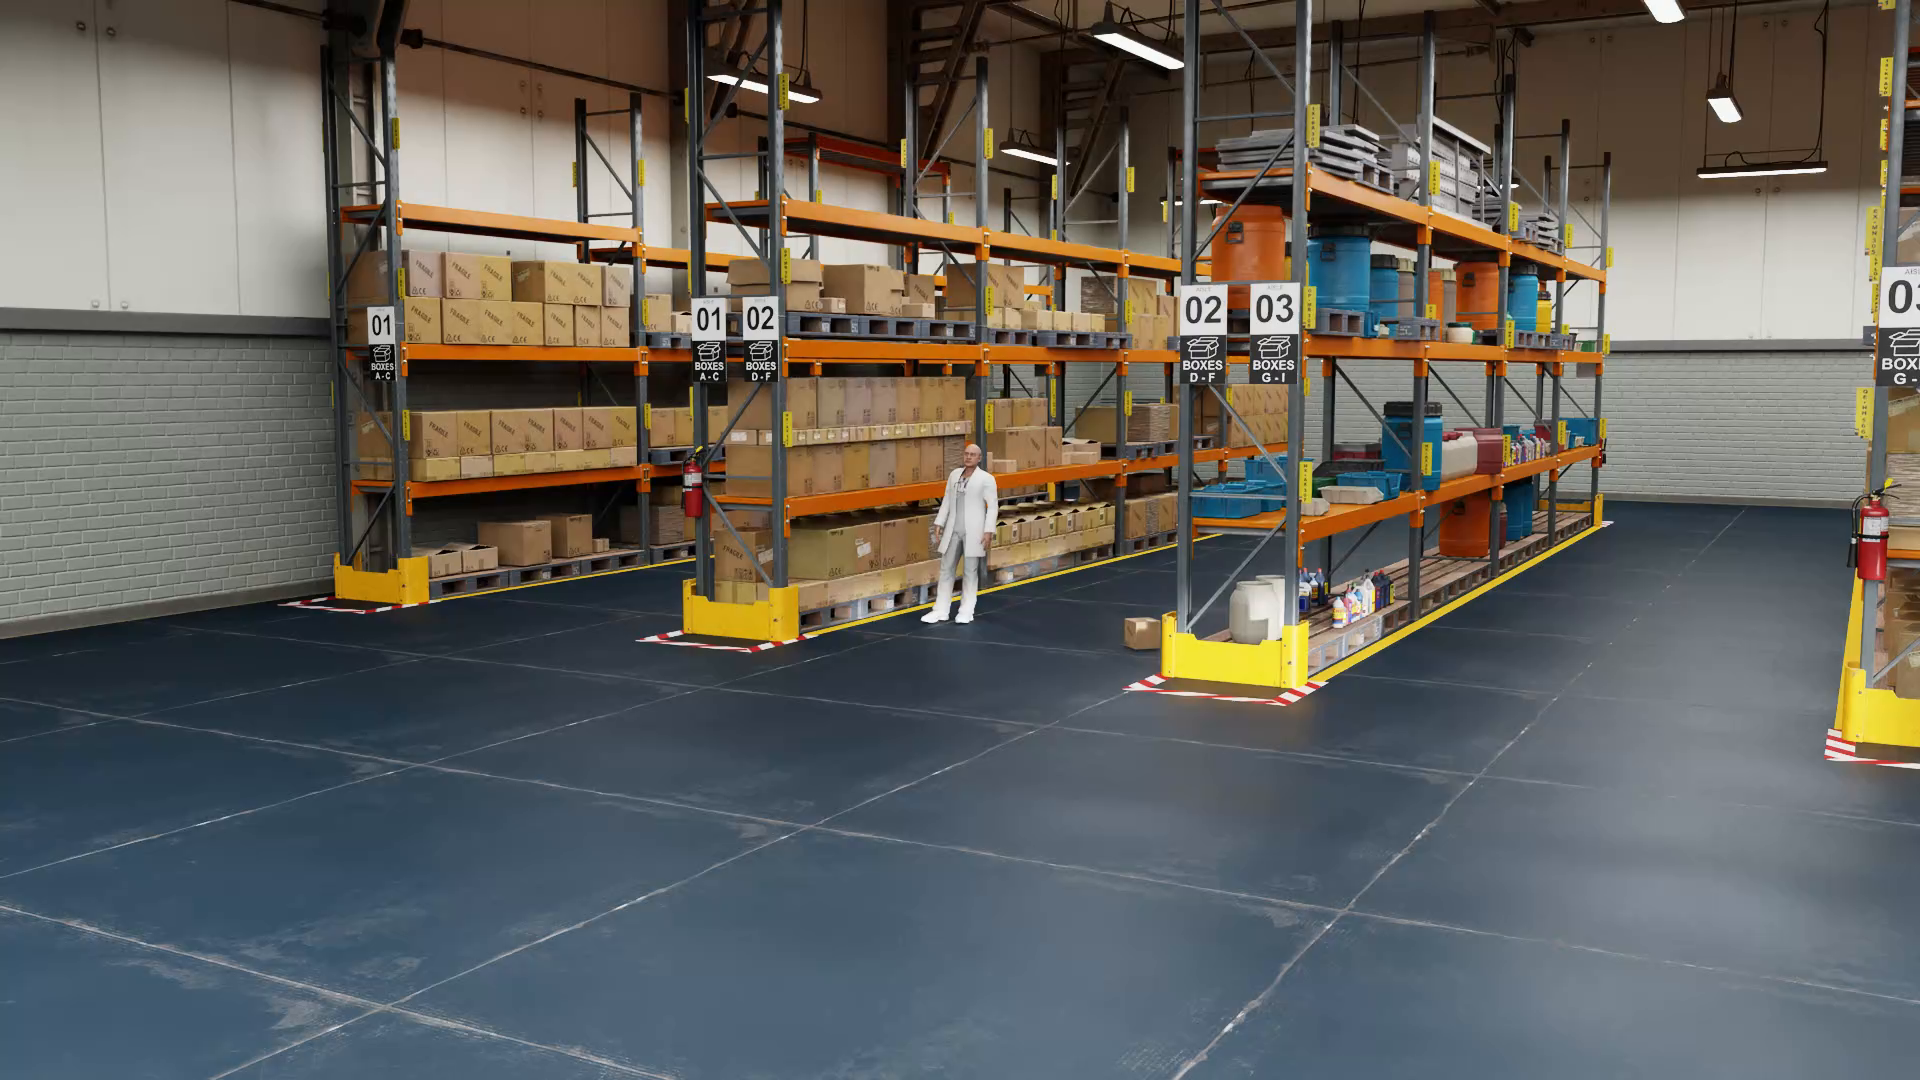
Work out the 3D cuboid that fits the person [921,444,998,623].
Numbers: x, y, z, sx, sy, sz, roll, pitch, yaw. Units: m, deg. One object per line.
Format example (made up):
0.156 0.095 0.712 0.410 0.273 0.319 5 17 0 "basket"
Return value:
0.010 -0.063 16.598 0.694 1.775 0.581 3 7 29 "person"
